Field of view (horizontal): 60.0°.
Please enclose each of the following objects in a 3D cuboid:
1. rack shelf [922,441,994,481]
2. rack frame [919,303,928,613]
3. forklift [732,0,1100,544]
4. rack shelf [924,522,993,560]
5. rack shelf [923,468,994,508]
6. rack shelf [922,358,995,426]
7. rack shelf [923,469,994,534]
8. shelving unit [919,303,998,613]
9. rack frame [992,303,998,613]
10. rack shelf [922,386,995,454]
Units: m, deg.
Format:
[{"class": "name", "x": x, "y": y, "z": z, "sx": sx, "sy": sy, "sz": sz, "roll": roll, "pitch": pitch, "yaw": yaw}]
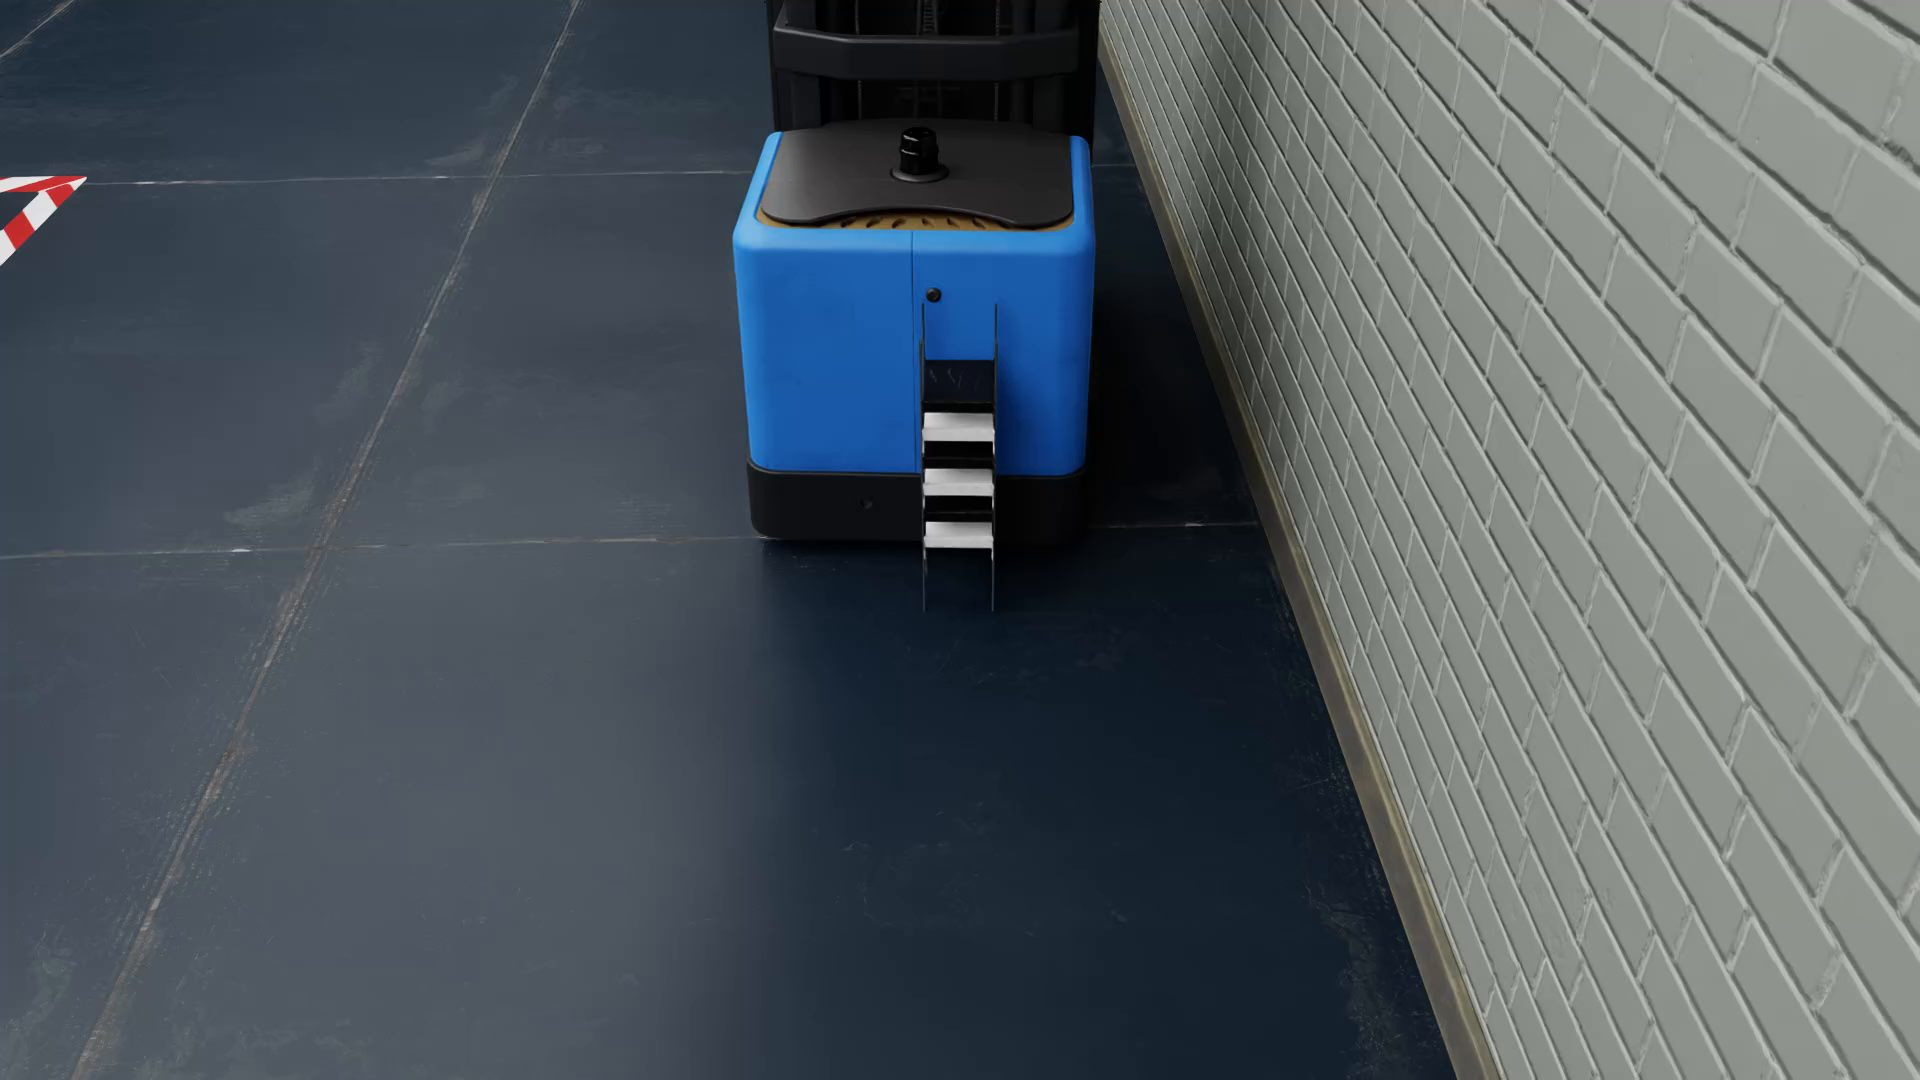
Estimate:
[{"class": "rack shelf", "x": -0.003, "y": -0.268, "z": 4.746, "sx": 0.200, "sy": 0.077, "sz": 0.258, "roll": 0, "pitch": 35, "yaw": 1}, {"class": "rack frame", "x": -0.104, "y": -0.222, "z": 4.780, "sx": 0.006, "sy": 0.900, "sz": 0.240, "roll": 0, "pitch": 35, "yaw": 1}, {"class": "forklift", "x": -0.079, "y": -2.002, "z": 5.568, "sx": 1.130, "sy": 2.935, "sz": 3.031, "roll": 1, "pitch": 35, "yaw": 2}, {"class": "rack shelf", "x": -0.003, "y": -0.046, "z": 4.900, "sx": 0.200, "sy": 0.077, "sz": 0.258, "roll": 0, "pitch": 35, "yaw": 1}, {"class": "rack shelf", "x": -0.003, "y": -0.194, "z": 4.798, "sx": 0.200, "sy": 0.077, "sz": 0.258, "roll": 0, "pitch": 35, "yaw": 1}, {"class": "rack shelf", "x": -0.003, "y": -0.416, "z": 4.644, "sx": 0.200, "sy": 0.077, "sz": 0.258, "roll": 0, "pitch": 35, "yaw": 1}, {"class": "rack shelf", "x": -0.003, "y": -0.120, "z": 4.849, "sx": 0.200, "sy": 0.077, "sz": 0.258, "roll": 0, "pitch": 35, "yaw": 1}, {"class": "shelving unit", "x": -0.003, "y": -0.221, "z": 4.779, "sx": 0.210, "sy": 0.900, "sz": 0.258, "roll": 0, "pitch": 35, "yaw": 1}, {"class": "rack frame", "x": 0.099, "y": -0.220, "z": 4.777, "sx": 0.006, "sy": 0.900, "sz": 0.240, "roll": 0, "pitch": 35, "yaw": 1}, {"class": "rack shelf", "x": -0.003, "y": -0.342, "z": 4.695, "sx": 0.200, "sy": 0.077, "sz": 0.258, "roll": 0, "pitch": 35, "yaw": 1}]
